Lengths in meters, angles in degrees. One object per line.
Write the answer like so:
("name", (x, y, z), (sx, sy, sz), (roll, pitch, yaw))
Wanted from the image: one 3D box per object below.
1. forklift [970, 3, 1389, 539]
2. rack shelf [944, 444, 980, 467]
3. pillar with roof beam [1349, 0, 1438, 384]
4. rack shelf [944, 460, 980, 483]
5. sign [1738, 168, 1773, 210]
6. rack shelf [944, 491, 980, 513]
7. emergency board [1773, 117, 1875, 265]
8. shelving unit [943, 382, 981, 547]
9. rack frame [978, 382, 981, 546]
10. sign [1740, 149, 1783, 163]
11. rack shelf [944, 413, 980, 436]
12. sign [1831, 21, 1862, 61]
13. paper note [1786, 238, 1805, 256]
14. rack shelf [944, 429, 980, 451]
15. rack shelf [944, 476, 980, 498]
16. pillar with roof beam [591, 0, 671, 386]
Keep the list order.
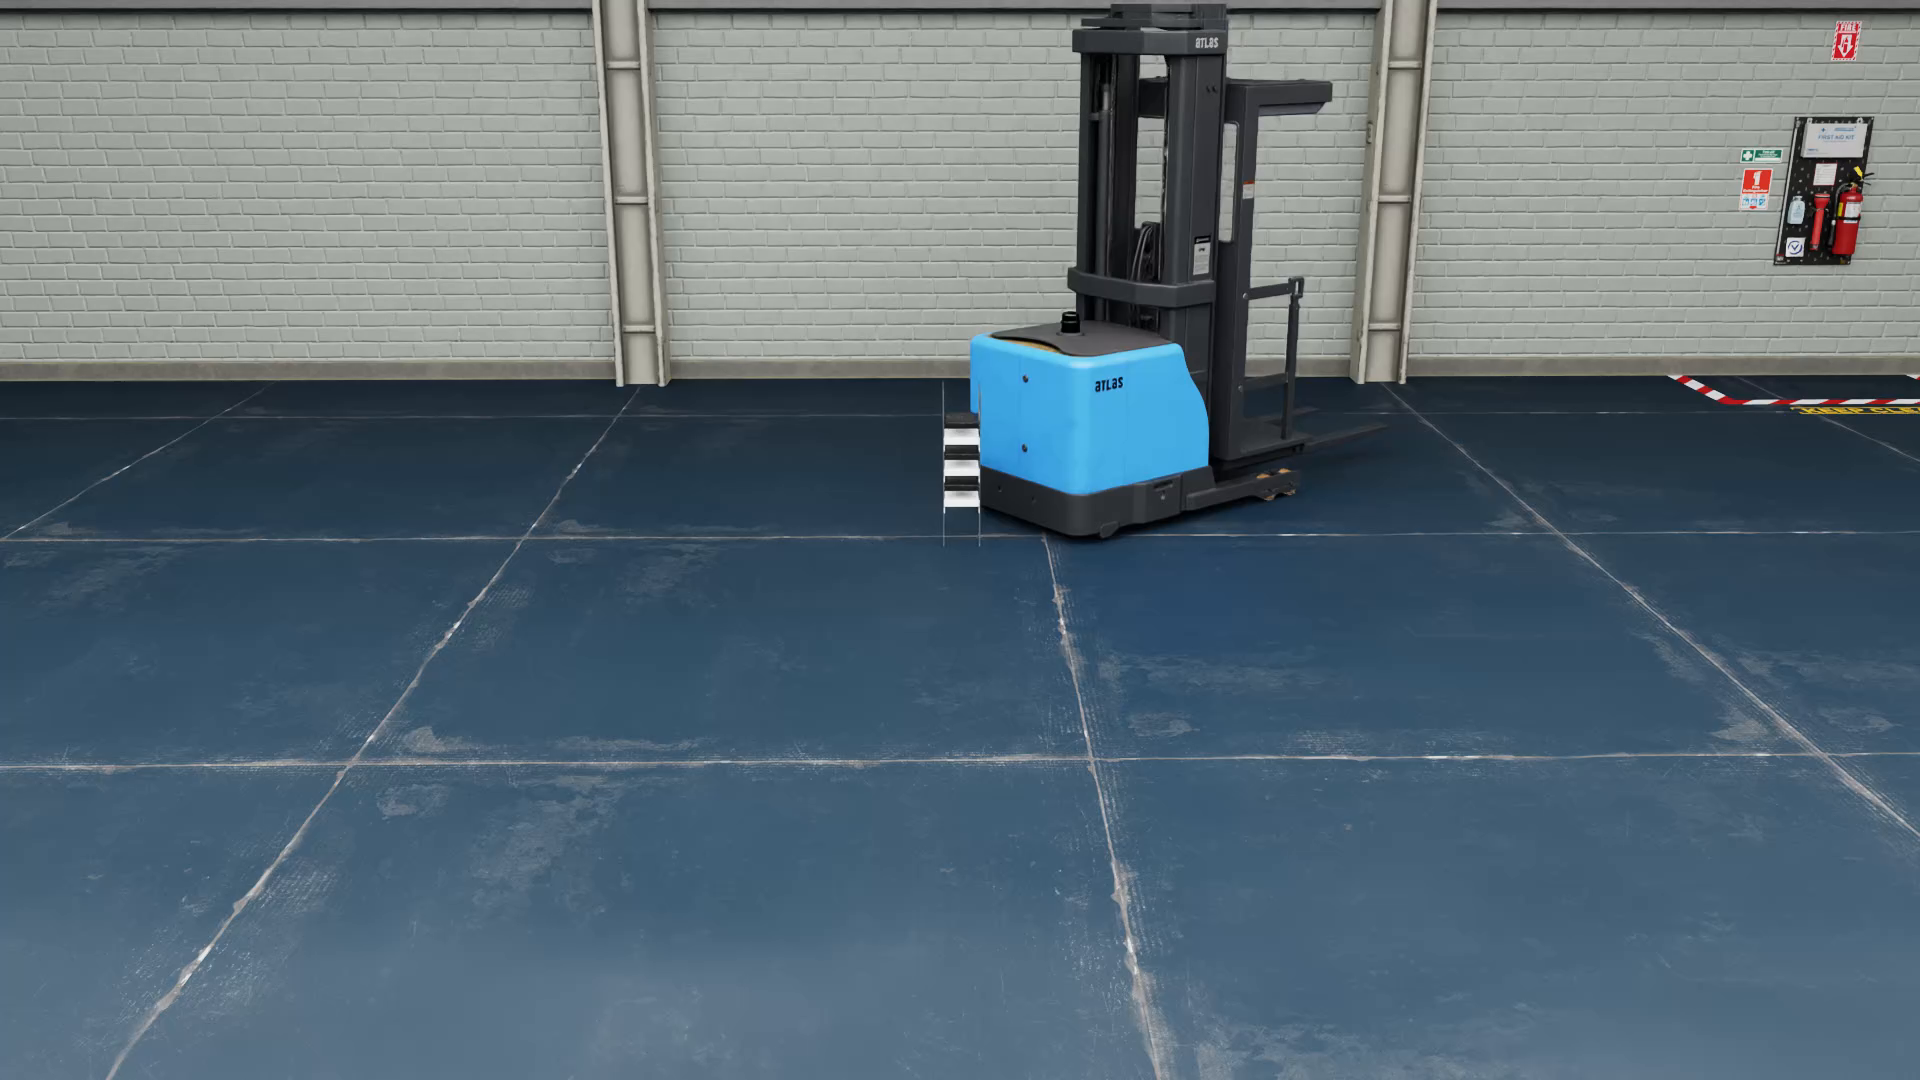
("forklift", (1.513, -1.750, 10.203), (3.031, 2.935, 1.130), (-14, 22, -36))
("rack shelf", (0.008, -0.482, 9.393), (0.200, 0.077, 0.258), (0, 18, -1))
("pillar with roof beam", (3.490, -4.286, 8.178), (0.400, 9.000, 9.100), (0, 18, -1))
("rack shelf", (0.008, -0.397, 9.420), (0.200, 0.077, 0.258), (0, 18, -1))
("sign", (6.396, -2.819, 13.367), (0.234, 0.329, 0.001), (0, 18, -1))
("rack shelf", (0.008, -0.225, 9.475), (0.200, 0.077, 0.258), (0, 18, -1))
("emergency board", (6.950, -2.773, 13.282), (0.643, 1.169, 0.194), (0, 18, -1))
("shelving unit", (0.008, -0.429, 9.410), (0.210, 0.900, 0.258), (0, 18, -1))
("rack frame", (0.110, -0.429, 9.412), (0.006, 0.900, 0.240), (0, 18, -1))
("sign", (6.400, -3.069, 13.277), (0.331, 0.109, 0.001), (0, 18, -1))
("rack shelf", (0.008, -0.654, 9.338), (0.200, 0.077, 0.258), (0, 18, -1))
("sign", (6.941, -3.908, 13.023), (0.199, 0.298, 0.001), (0, 18, -1))
("paper note", (6.772, -2.374, 13.480), (0.142, 0.148, 0.016), (0, 18, -1))
("rack shelf", (0.008, -0.568, 9.365), (0.200, 0.077, 0.258), (0, 18, -1))
("rack shelf", (0.008, -0.311, 9.448), (0.200, 0.077, 0.258), (0, 18, -1))
("pillar with roof beam", (-2.509, -4.258, 8.088), (0.400, 9.000, 9.100), (0, 18, -1))
